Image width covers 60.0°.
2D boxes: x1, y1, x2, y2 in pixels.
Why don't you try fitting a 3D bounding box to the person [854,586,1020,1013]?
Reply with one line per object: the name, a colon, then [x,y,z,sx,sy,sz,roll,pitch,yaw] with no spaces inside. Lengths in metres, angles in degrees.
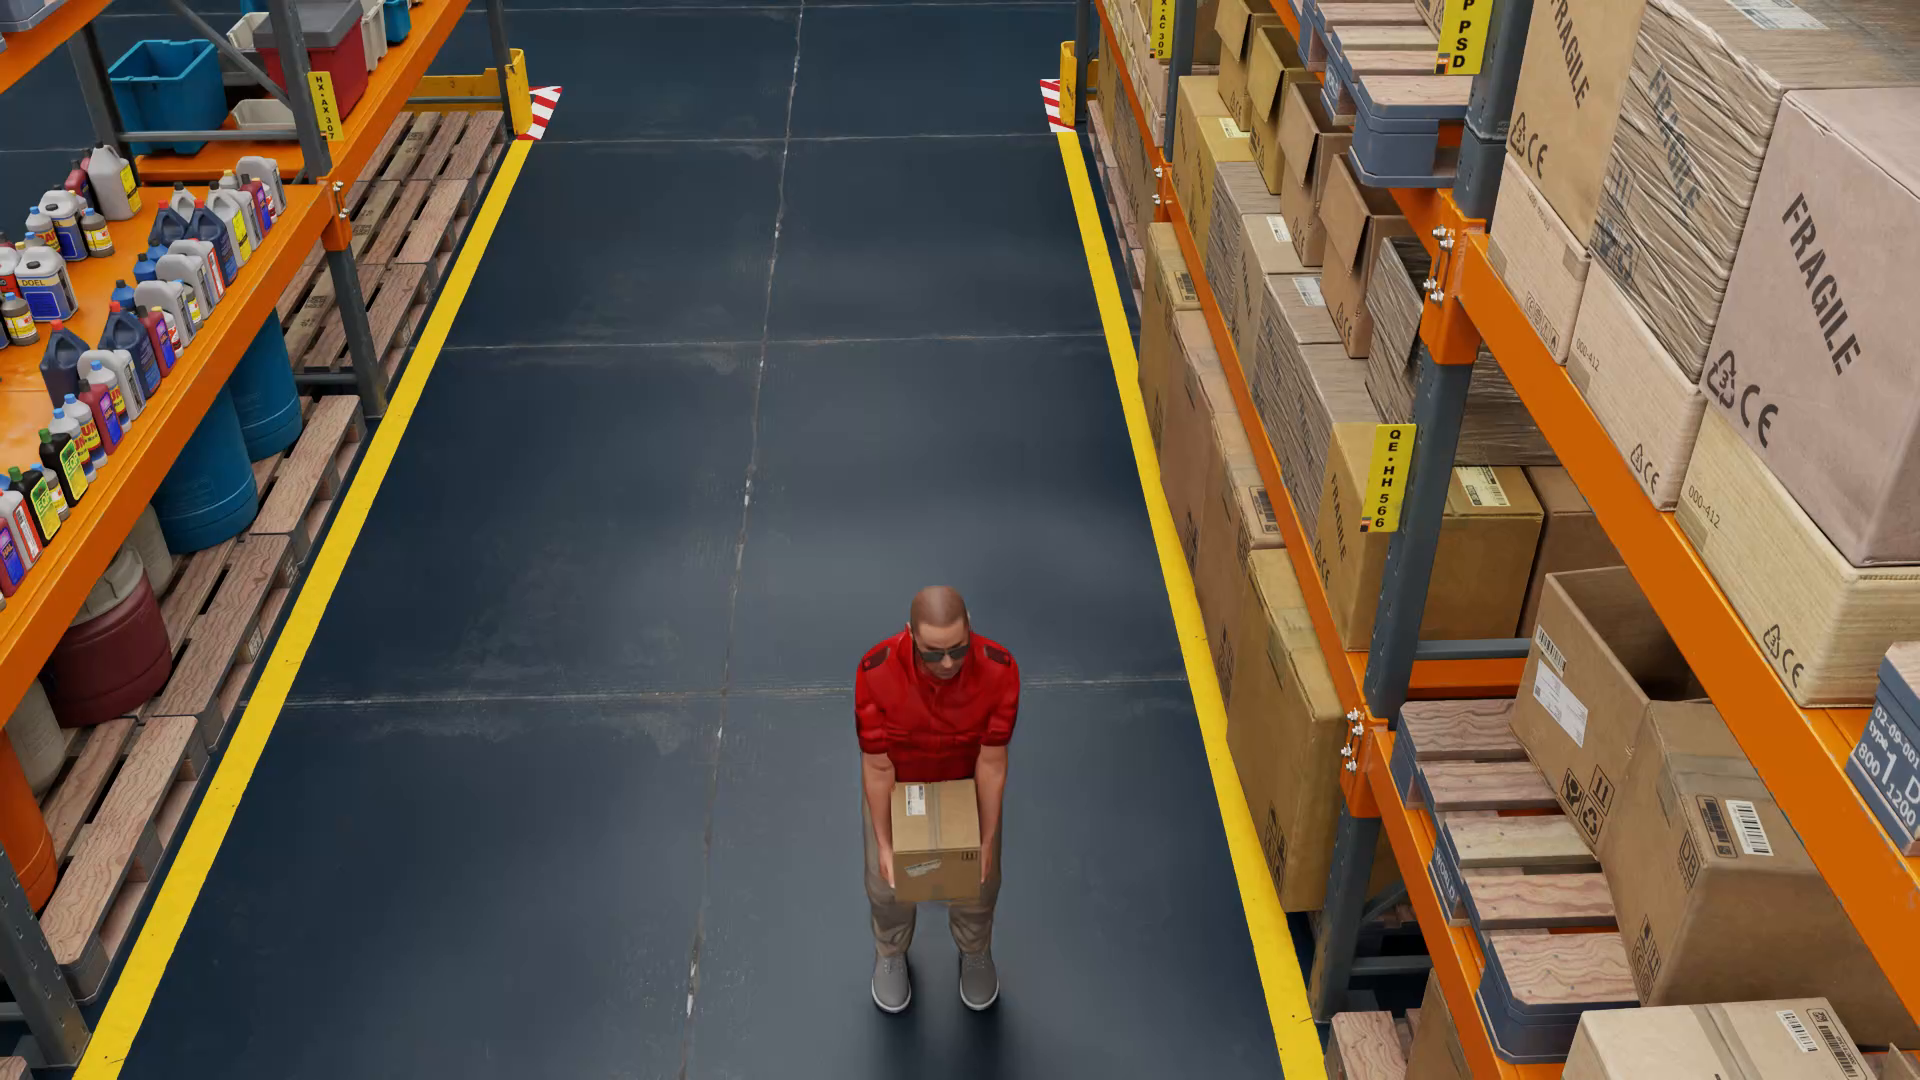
person: [-0.067,0.801,5.047,0.478,1.702,0.579,-2,35,-3]
